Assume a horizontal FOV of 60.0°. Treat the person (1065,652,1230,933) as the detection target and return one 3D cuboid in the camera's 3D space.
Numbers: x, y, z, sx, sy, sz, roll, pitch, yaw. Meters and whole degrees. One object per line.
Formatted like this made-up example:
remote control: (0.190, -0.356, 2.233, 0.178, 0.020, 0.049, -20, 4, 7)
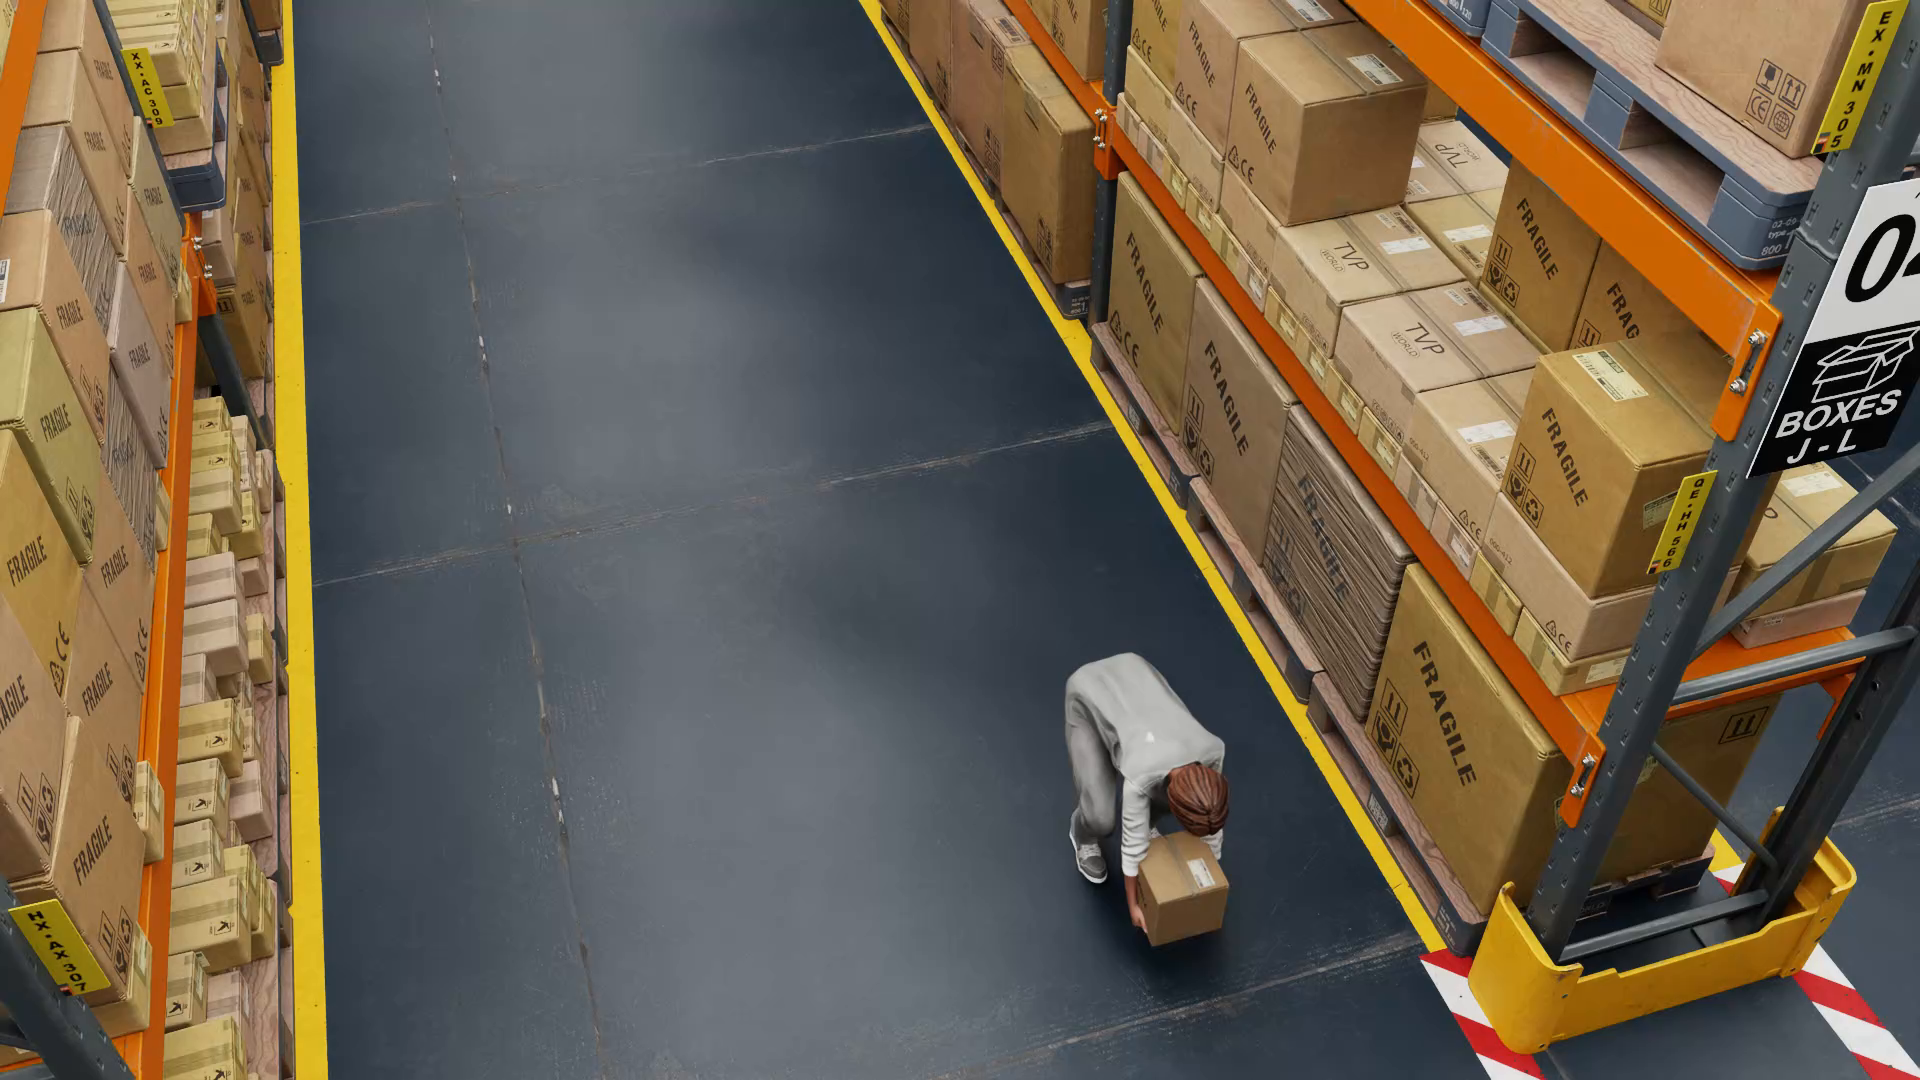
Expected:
person: (0.630, 0.888, 5.688, 0.425, 0.949, 0.862, -14, 45, -15)
